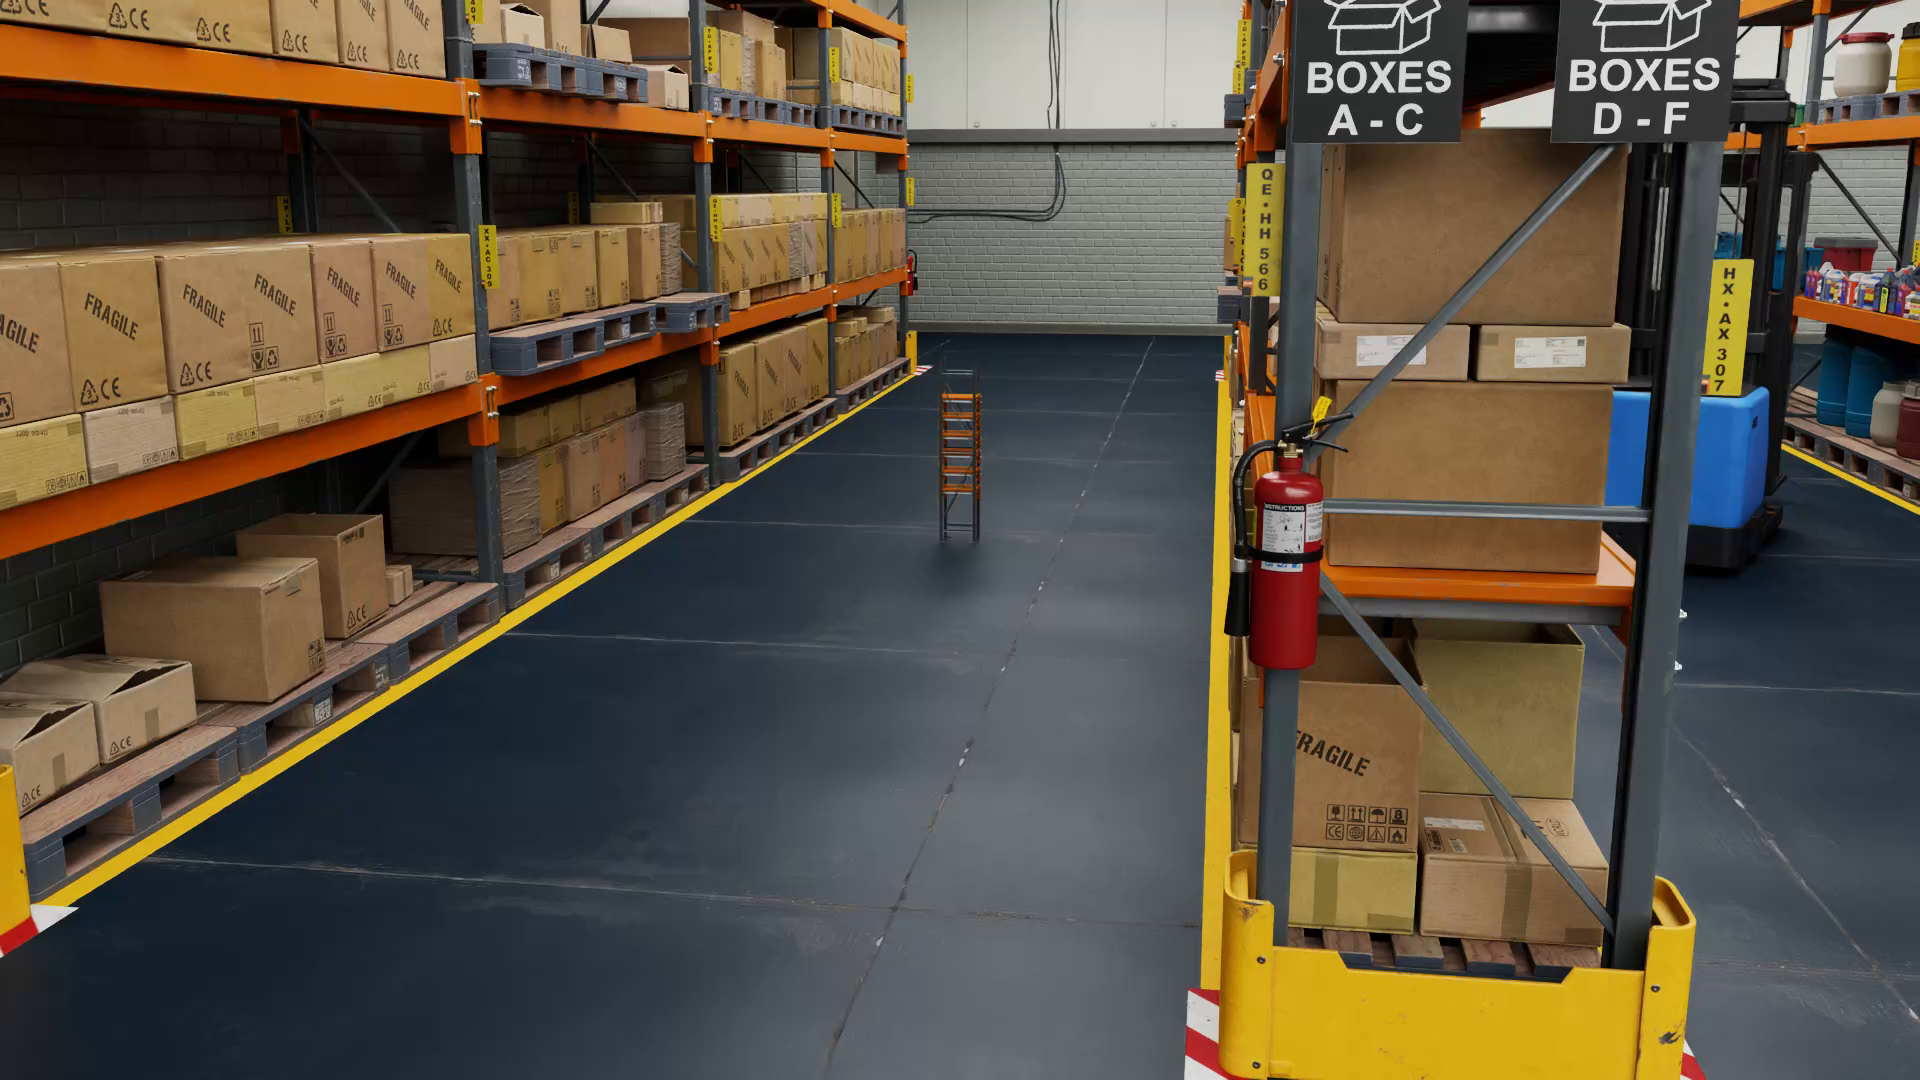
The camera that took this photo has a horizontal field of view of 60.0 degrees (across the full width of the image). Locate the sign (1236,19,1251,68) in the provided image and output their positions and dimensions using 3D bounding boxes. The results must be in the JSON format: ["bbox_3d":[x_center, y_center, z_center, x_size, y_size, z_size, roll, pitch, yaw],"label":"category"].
[{"bbox_3d":[1.989,-3.471,11.632,0.100,0.325,0.005,2,12,9],"label":"sign"}]

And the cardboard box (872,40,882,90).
[{"bbox_3d":[-1.143,-5.199,18.218,0.500,0.500,0.500,1,12,6],"label":"cardboard box"}]

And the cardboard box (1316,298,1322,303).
[{"bbox_3d":[1.284,-0.680,5.253,0.380,0.149,0.250,2,12,9],"label":"cardboard box"}]

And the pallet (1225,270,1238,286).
[{"bbox_3d":[2.909,-2.310,15.047,1.003,0.211,1.213,2,12,9],"label":"pallet"}]

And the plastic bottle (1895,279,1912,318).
[{"bbox_3d":[7.235,-1.852,12.742,0.061,0.283,0.133,2,12,9],"label":"plastic bottle"}]

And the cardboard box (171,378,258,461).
[{"bbox_3d":[-3.062,-0.470,6.365,0.500,0.250,0.500,2,12,8],"label":"cardboard box"}]

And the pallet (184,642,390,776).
[{"bbox_3d":[-3.239,0.698,7.254,1.003,0.211,1.213,2,12,9],"label":"pallet"}]

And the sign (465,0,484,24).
[{"bbox_3d":[-2.449,-2.764,8.352,0.100,0.325,0.005,2,12,9],"label":"sign"}]

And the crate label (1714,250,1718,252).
[{"bbox_3d":[8.286,-3.145,18.720,0.416,0.233,0.303,2,12,9],"label":"crate label"}]

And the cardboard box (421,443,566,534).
[{"bbox_3d":[-2.859,-0.317,10.233,0.700,0.500,0.500,2,12,8],"label":"cardboard box"}]

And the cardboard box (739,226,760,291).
[{"bbox_3d":[-1.953,-2.299,13.551,0.500,0.500,0.500,2,12,11],"label":"cardboard box"}]

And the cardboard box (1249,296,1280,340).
[{"bbox_3d":[2.196,-1.510,11.093,0.500,0.311,0.500,2,12,8],"label":"cardboard box"}]

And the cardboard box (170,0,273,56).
[{"bbox_3d":[-3.047,-2.146,6.425,0.500,0.500,0.500,3,12,12],"label":"cardboard box"}]

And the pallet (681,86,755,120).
[{"bbox_3d":[-2.324,-3.403,12.994,1.213,0.211,1.003,2,12,11],"label":"pallet"}]

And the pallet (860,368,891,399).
[{"bbox_3d":[-1.376,-1.774,18.722,1.003,0.211,1.213,2,12,9],"label":"pallet"}]

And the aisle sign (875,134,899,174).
[{"bbox_3d":[-0.833,-4.835,20.138,0.394,0.787,0.004,2,12,9],"label":"aisle sign"}]

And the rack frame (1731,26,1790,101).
[{"bbox_3d":[8.649,-6.171,18.266,1.000,3.000,0.127,2,12,9],"label":"rack frame"}]

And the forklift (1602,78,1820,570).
[{"bbox_3d":[4.964,-1.517,11.073,1.130,2.935,3.031,8,14,31],"label":"forklift"}]

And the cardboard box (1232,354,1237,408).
[{"bbox_3d":[2.825,-1.467,15.569,0.500,0.500,0.500,1,12,6],"label":"cardboard box"}]

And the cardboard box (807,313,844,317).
[{"bbox_3d":[-1.521,-2.479,18.773,0.380,0.149,0.250,2,12,9],"label":"cardboard box"}]

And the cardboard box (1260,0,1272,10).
[{"bbox_3d":[1.571,-2.594,7.223,0.500,0.500,0.500,3,13,13],"label":"cardboard box"}]

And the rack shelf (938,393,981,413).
[{"bbox_3d":[-0.002,-0.892,10.787,0.258,0.103,0.180,2,12,9],"label":"rack shelf"}]

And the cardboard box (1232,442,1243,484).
[{"bbox_3d":[1.922,-0.447,10.146,0.500,0.311,0.500,2,12,8],"label":"cardboard box"}]

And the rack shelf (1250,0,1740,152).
[{"bbox_3d":[1.602,-1.600,5.883,1.077,0.370,4.000,2,12,9],"label":"rack shelf"}]

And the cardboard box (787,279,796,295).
[{"bbox_3d":[-1.713,-2.322,15.198,0.380,0.149,0.250,2,12,9],"label":"cardboard box"}]

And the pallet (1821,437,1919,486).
[{"bbox_3d":[7.689,-0.628,13.407,1.003,0.211,1.213,2,12,9],"label":"pallet"}]

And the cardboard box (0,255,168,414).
[{"bbox_3d":[-3.145,-0.723,5.759,0.500,0.500,0.500,2,12,9],"label":"cardboard box"}]

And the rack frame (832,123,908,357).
[{"bbox_3d":[-1.140,-3.559,20.387,1.000,3.000,0.127,2,12,9],"label":"rack frame"}]

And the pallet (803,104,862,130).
[{"bbox_3d":[-1.619,-4.319,17.006,1.003,0.211,1.213,2,12,9],"label":"pallet"}]

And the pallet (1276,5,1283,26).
[{"bbox_3d":[1.614,-1.893,5.746,1.003,0.211,1.213,2,12,9],"label":"pallet"}]

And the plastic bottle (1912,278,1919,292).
[{"bbox_3d":[7.406,-1.885,12.898,0.061,0.283,0.133,2,12,9],"label":"plastic bottle"}]

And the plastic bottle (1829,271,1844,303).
[{"bbox_3d":[7.485,-2.159,14.197,0.097,0.271,0.097,0,12,0],"label":"plastic bottle"}]

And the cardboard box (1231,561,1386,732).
[{"bbox_3d":[1.222,0.374,5.889,0.500,0.500,0.500,2,12,9],"label":"cardboard box"}]

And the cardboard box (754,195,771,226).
[{"bbox_3d":[-1.891,-2.766,13.939,0.500,0.250,0.500,2,12,9],"label":"cardboard box"}]

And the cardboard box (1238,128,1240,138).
[{"bbox_3d":[3.335,-4.590,18.407,0.500,0.250,0.500,2,12,9],"label":"cardboard box"}]

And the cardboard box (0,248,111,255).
[{"bbox_3d":[-3.576,-0.849,6.339,0.500,0.500,0.500,2,12,7],"label":"cardboard box"}]

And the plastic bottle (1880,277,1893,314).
[{"bbox_3d":[7.284,-1.918,13.049,0.061,0.283,0.133,2,12,9],"label":"plastic bottle"}]

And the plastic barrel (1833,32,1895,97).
[{"bbox_3d":[7.705,-4.042,14.189,0.433,0.535,0.433,0,12,0],"label":"plastic barrel"}]

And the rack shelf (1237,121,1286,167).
[{"bbox_3d":[2.832,-3.265,13.610,1.077,0.370,4.000,2,12,9],"label":"rack shelf"}]

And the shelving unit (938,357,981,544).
[{"bbox_3d":[-0.002,-0.584,10.853,0.258,1.200,0.189,2,12,9],"label":"shelving unit"}]

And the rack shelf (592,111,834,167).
[{"bbox_3d":[-2.063,-3.425,14.352,1.077,0.370,4.000,2,12,9],"label":"rack shelf"}]

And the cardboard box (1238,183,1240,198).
[{"bbox_3d":[2.962,-3.218,16.194,0.500,0.500,0.500,2,12,9],"label":"cardboard box"}]

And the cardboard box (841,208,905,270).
[{"bbox_3d":[-1.209,-3.599,19.862,0.980,0.700,0.700,2,12,11],"label":"cardboard box"}]

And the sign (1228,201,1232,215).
[{"bbox_3d":[3.219,-3.840,19.636,0.100,0.325,0.005,2,12,9],"label":"sign"}]

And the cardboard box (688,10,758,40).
[{"bbox_3d":[-2.090,-4.529,14.706,0.500,0.250,0.500,1,12,7],"label":"cardboard box"}]

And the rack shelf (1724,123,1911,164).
[{"bbox_3d":[8.341,-3.936,16.726,1.077,0.370,4.000,2,12,9],"label":"rack shelf"}]

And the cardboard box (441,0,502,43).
[{"bbox_3d":[-2.823,-2.893,8.941,0.500,0.500,0.500,4,13,17],"label":"cardboard box"}]

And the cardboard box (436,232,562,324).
[{"bbox_3d":[-2.781,-1.546,9.765,0.700,0.500,0.500,3,13,14],"label":"cardboard box"}]

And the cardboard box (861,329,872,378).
[{"bbox_3d":[-1.378,-2.073,18.430,0.700,0.500,0.500,2,12,10],"label":"cardboard box"}]

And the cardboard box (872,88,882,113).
[{"bbox_3d":[-1.145,-4.828,18.279,0.500,0.250,0.500,2,12,7],"label":"cardboard box"}]

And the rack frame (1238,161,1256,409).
[{"bbox_3d":[2.525,-1.734,11.919,1.000,3.000,0.127,2,12,9],"label":"rack frame"}]

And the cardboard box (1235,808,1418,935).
[{"bbox_3d":[1.085,0.949,4.999,0.500,0.250,0.500,2,12,9],"label":"cardboard box"}]

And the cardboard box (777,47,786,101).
[{"bbox_3d":[-1.999,-4.277,15.317,0.700,0.500,0.500,1,12,6],"label":"cardboard box"}]
